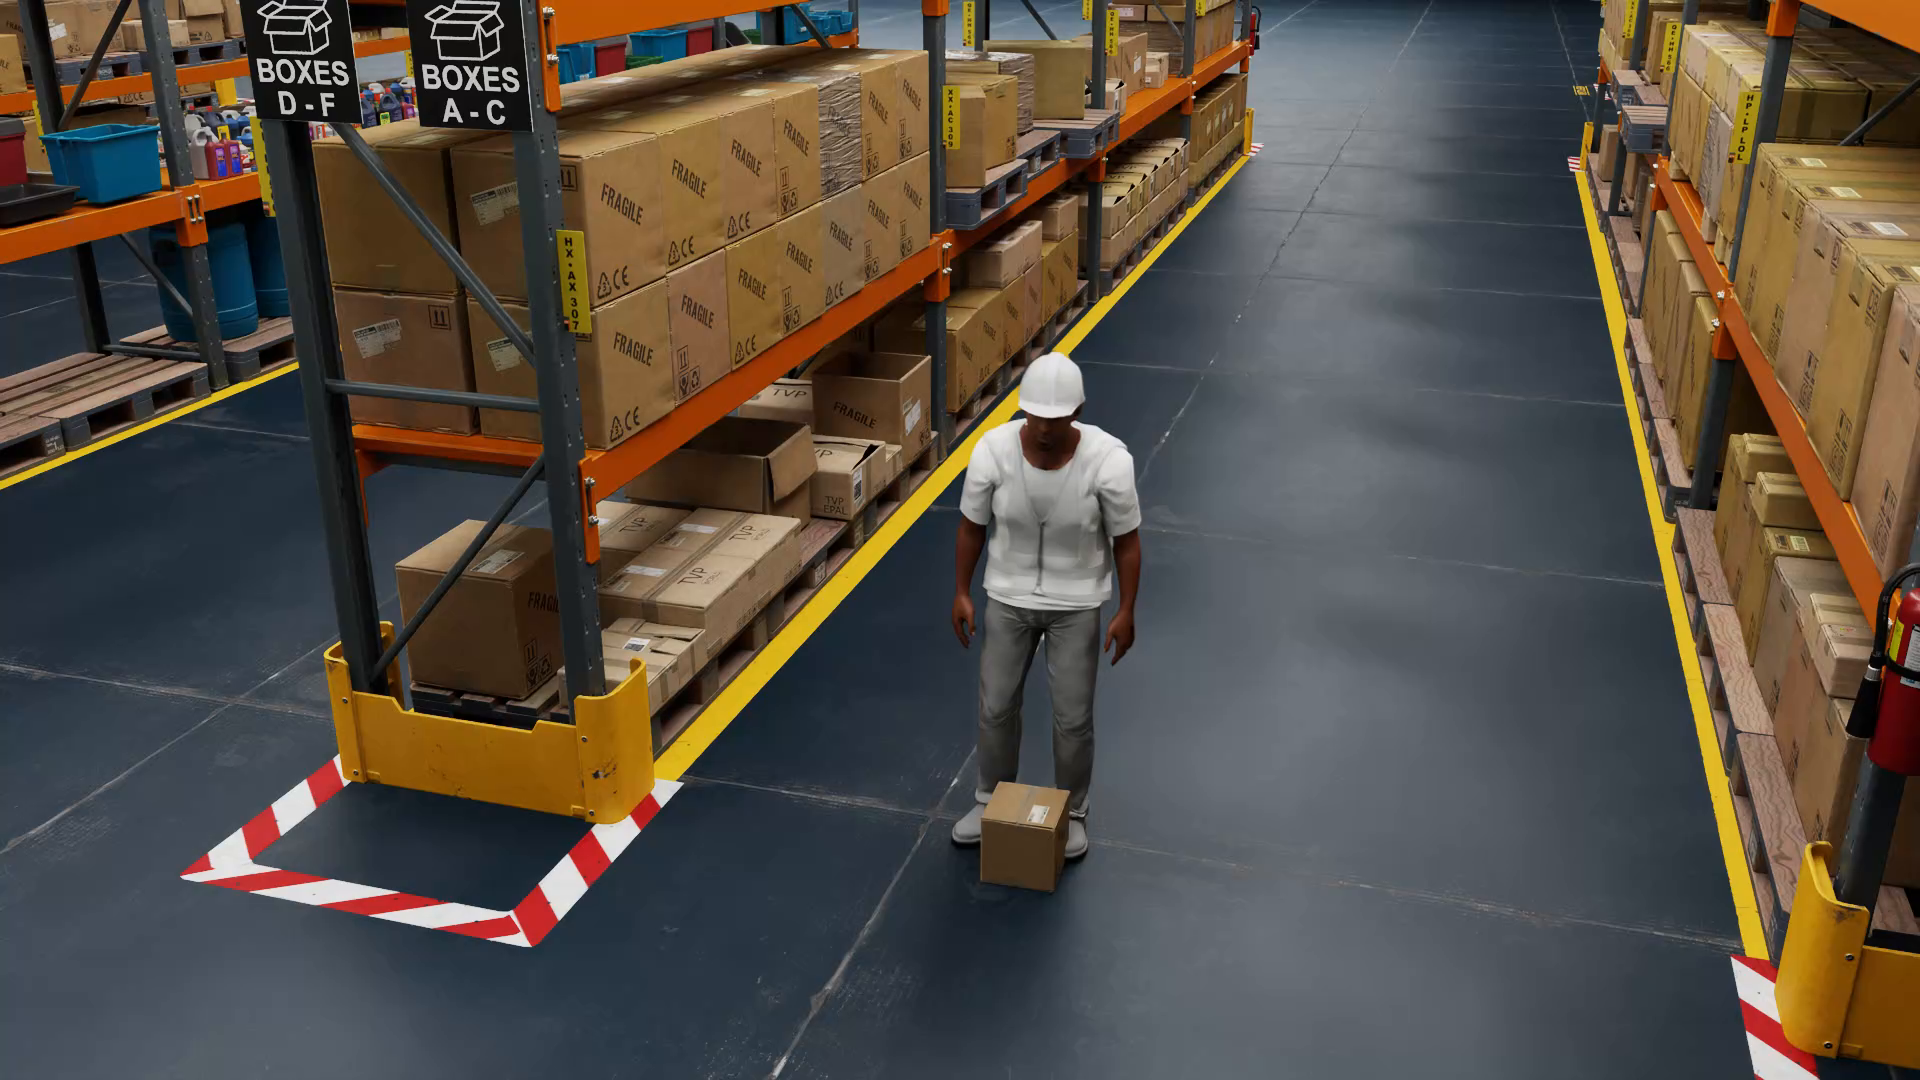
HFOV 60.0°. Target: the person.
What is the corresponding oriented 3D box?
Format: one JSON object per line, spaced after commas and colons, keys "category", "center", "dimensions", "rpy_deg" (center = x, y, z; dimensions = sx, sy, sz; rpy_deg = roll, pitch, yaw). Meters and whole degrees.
{"category": "person", "center": [0.276, 0.216, 5.525], "dimensions": [0.626, 1.759, 0.463], "rpy_deg": [5, 22, 13]}
